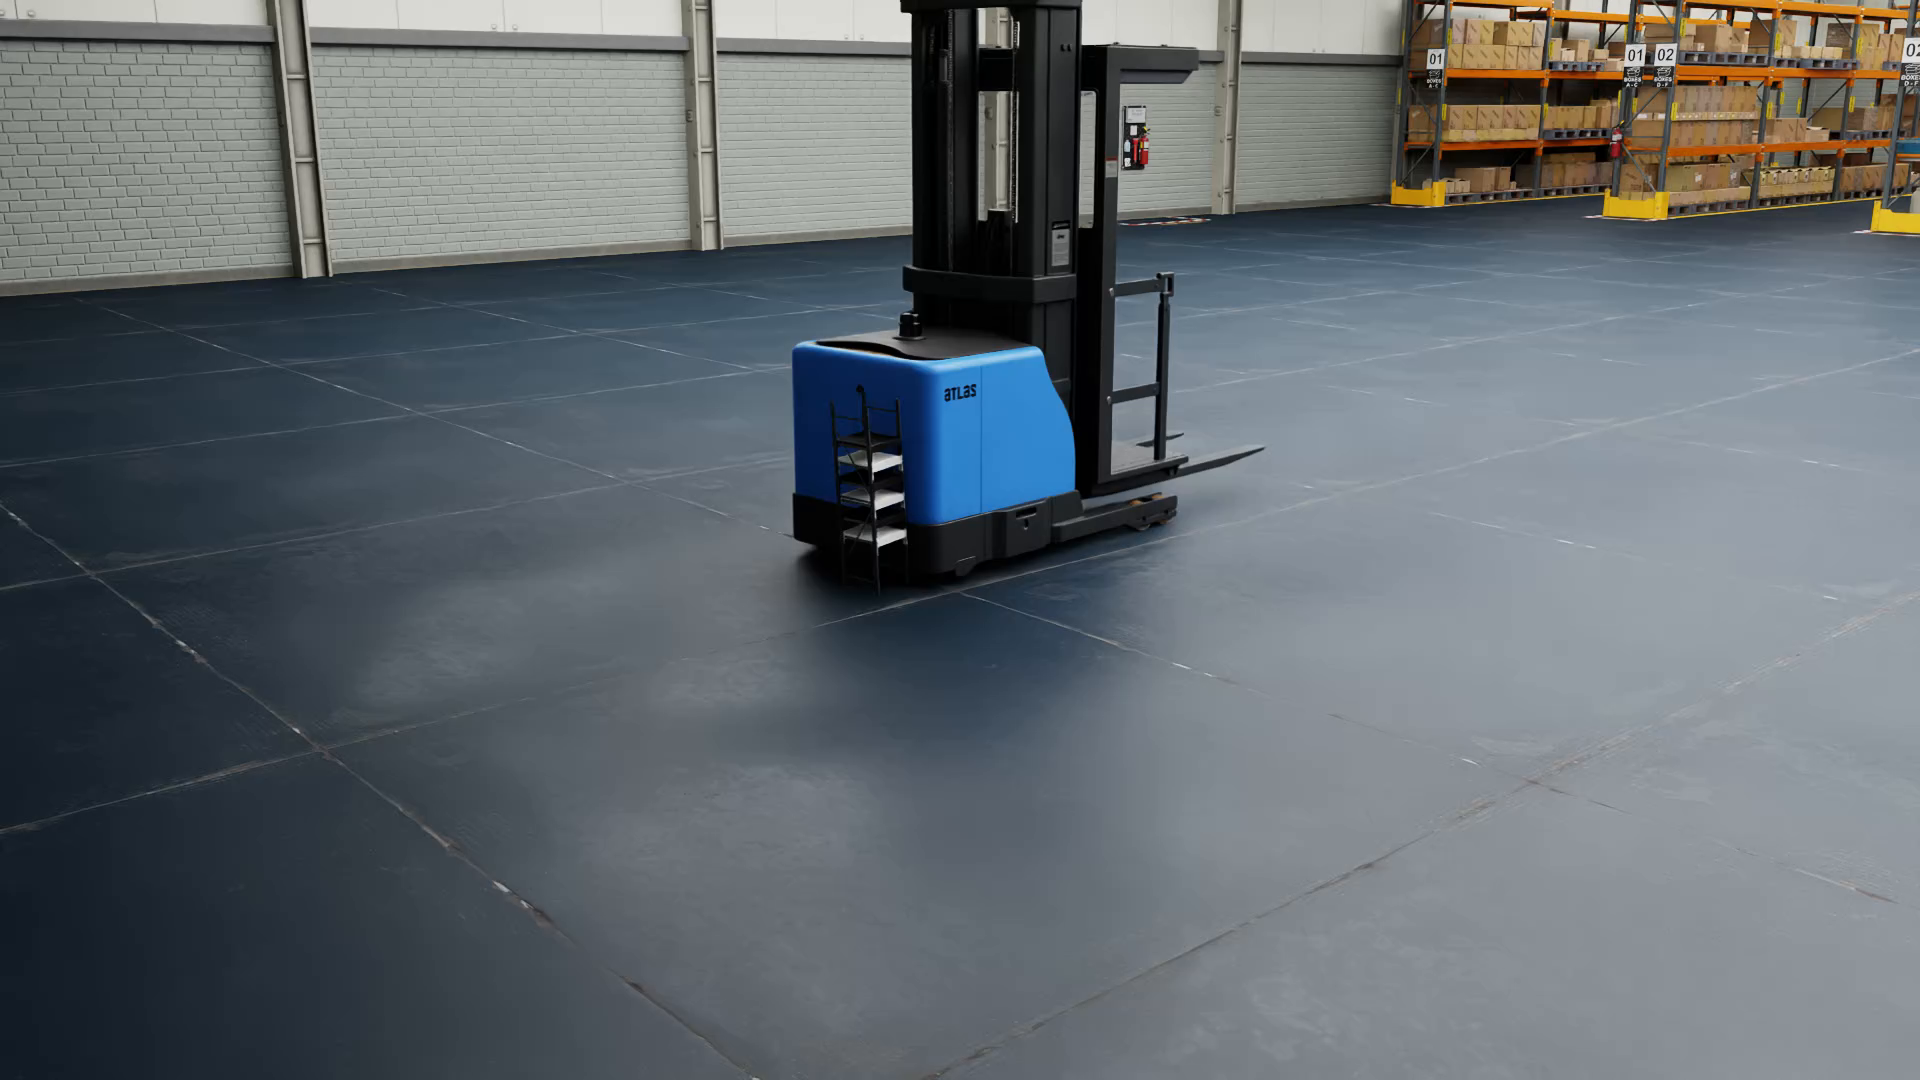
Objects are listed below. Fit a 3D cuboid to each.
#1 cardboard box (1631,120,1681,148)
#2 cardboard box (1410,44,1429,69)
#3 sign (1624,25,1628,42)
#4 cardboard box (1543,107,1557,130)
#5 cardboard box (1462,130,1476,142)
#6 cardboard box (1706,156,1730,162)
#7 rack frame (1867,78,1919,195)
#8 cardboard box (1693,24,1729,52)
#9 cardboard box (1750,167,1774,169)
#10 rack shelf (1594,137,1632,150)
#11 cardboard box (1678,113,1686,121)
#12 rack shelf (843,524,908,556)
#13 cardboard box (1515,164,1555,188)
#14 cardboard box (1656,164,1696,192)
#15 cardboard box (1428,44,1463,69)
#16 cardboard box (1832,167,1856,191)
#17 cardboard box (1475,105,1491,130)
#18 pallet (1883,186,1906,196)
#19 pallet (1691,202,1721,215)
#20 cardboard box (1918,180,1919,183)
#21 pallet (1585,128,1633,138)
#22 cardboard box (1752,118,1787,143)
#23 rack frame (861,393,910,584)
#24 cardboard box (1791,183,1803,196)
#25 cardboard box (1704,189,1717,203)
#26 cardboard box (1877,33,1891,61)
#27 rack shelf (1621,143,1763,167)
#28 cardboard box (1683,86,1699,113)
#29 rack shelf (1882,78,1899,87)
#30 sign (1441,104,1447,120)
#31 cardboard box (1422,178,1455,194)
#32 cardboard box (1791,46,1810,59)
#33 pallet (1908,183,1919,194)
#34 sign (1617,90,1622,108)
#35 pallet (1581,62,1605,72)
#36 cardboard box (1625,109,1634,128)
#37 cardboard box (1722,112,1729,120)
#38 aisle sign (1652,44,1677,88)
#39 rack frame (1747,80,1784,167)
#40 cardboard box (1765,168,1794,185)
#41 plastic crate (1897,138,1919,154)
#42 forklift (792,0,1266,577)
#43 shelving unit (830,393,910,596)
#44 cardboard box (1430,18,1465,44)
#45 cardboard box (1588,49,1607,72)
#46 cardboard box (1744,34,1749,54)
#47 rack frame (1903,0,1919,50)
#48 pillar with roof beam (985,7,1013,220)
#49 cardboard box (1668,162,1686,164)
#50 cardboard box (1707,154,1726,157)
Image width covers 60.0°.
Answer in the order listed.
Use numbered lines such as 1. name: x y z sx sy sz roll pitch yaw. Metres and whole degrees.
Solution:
1. cardboard box: 13.384 -7.806 31.969 0.500 0.500 0.700 -13 19 -39
2. cardboard box: 9.918 -10.272 35.350 0.500 0.500 0.500 -11 18 -35
3. sign: 12.678 -9.628 31.608 0.005 0.325 0.100 -13 19 -39
4. cardboard box: 13.193 -9.663 38.068 0.500 0.500 0.700 -13 19 -39
5. cardboard box: 10.728 -8.694 35.738 0.500 0.250 0.500 -13 20 -41
6. cardboard box: 19.834 -9.865 43.898 0.500 0.500 0.700 -13 20 -40
7. rack frame: 22.076 -9.714 39.306 0.127 3.000 1.000 -13 19 -39
8. cardboard box: 14.456 -9.678 32.077 0.500 0.500 0.500 -13 19 -39
9. cardboard box: 17.306 -7.887 35.891 0.500 0.311 0.500 -13 20 -40
10. rack shelf: 17.313 -9.992 41.738 4.000 0.370 1.077 -13 19 -39
11. cardboard box: 13.658 -8.113 31.860 0.250 0.149 0.380 -13 20 -41
12. rack shelf: -0.408 -0.010 7.843 0.258 0.077 0.200 13 24 40
13. cardboard box: 13.331 -8.456 38.585 0.500 0.500 0.700 -12 19 -38
14. cardboard box: 13.950 -7.051 32.396 0.500 0.500 0.500 -13 19 -39
15. cardboard box: 10.185 -10.160 34.930 0.500 0.500 0.500 -12 19 -38
16. cardboard box: 19.590 -8.063 37.115 0.500 0.500 0.500 -12 19 -37
17. cardboard box: 11.100 -9.135 35.936 0.500 0.500 0.500 -13 20 -41
18. pallet: 21.487 -8.222 39.122 1.213 0.211 1.003 -13 19 -39
19. pallet: 14.493 -6.678 33.340 1.213 0.211 1.003 -13 19 -39
20. cardboard box: 23.181 -8.736 40.279 0.250 0.166 0.380 -13 19 -39
21. pallet: 15.336 -9.766 39.872 1.003 0.211 1.213 -13 19 -39
22. cardboard box: 17.029 -8.624 35.028 0.500 0.500 0.500 -11 18 -35
23. rack frame: -0.351 -0.239 7.849 0.240 0.900 0.006 13 24 40
24. cardboard box: 17.668 -7.514 35.583 0.500 0.250 0.500 -12 19 -38
25. cardboard box: 14.707 -6.857 33.124 0.500 0.250 0.500 -13 19 -39
26. cardboard box: 20.643 -11.166 37.725 0.600 0.600 0.600 -14 20 -41
27. rack shelf: 14.532 -7.673 33.056 4.000 0.370 1.077 -13 19 -39
28. cardboard box: 13.817 -8.532 32.173 0.500 0.500 0.700 -13 20 -41
29. rack shelf: 23.585 -11.155 40.280 4.000 0.370 1.077 -13 19 -39
30. sign: 10.125 -8.958 34.796 0.005 0.325 0.100 -13 19 -39
31. cardboard box: 10.350 -7.658 35.967 0.500 0.311 0.500 13 20 41
32. cardboard box: 17.524 -10.251 34.978 0.500 0.250 0.500 14 20 42
33. pallet: 22.595 -8.483 40.100 1.213 0.211 1.003 -13 19 -39
34. sign: 12.678 -8.463 31.919 0.005 0.325 0.100 -13 19 -39
35. pallet: 14.103 -10.941 38.451 1.003 0.211 1.213 -13 19 -39
36. cardboard box: 16.339 -10.235 40.444 0.500 0.500 0.500 -12 19 -38
37. cardboard box: 15.018 -8.418 33.003 0.250 0.149 0.380 -12 19 -38
38. aisle sign: 13.175 -8.867 31.095 0.004 0.787 0.394 -13 19 -39
39. rack frame: 21.839 -11.356 45.450 0.127 3.000 1.000 -13 19 -39
40. cardboard box: 17.287 -7.698 35.184 0.500 0.311 0.500 -14 20 -41
41. plastic crate: 16.454 -6.788 28.637 0.616 0.251 0.499 -13 19 -39
42. forklift: 0.541 -1.545 8.854 1.130 2.935 3.031 14 21 43
43. shelving unit: -0.418 -0.213 7.778 0.258 0.900 0.210 13 24 40
44. cardboard box: 10.219 -10.653 34.839 0.500 0.500 0.500 14 21 43
45. cardboard box: 14.765 -11.308 39.219 0.637 0.503 0.797 -9 18 -32
46. cardboard box: 20.296 -12.908 43.277 0.500 0.500 0.500 -12 19 -39
47. rack frame: 16.272 -9.615 27.308 0.127 3.000 1.000 -13 19 -39
48. pillar with roof beam: 3.503 -8.960 24.855 0.400 9.000 9.100 -13 19 -39
49. cardboard box: 14.356 -7.324 33.417 0.500 0.500 0.500 -13 19 -39
50. cardboard box: 19.831 -10.116 43.582 0.250 0.149 0.380 -12 19 -38
